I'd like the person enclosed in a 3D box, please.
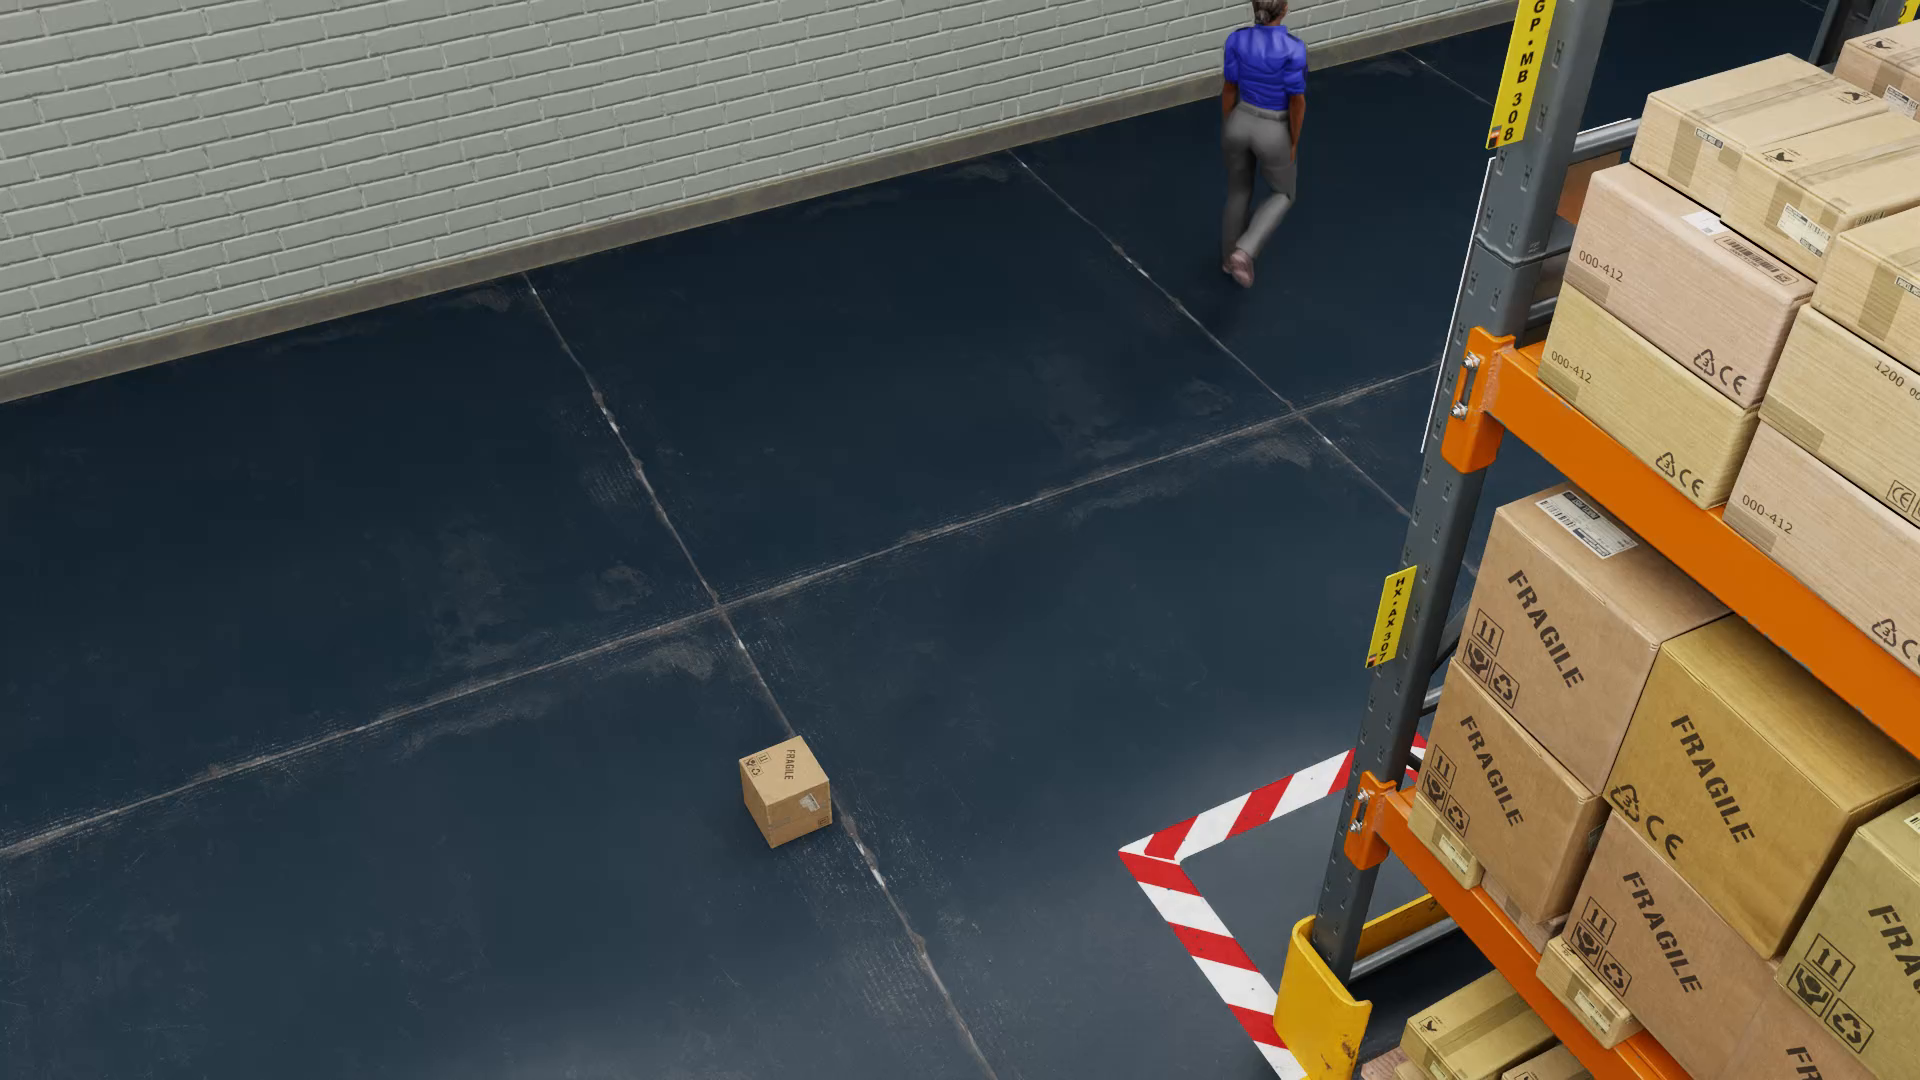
[{"bbox_3d":[1.499,-2.030,8.424,0.440,1.644,0.578,21,46,22],"label":"person"}]
